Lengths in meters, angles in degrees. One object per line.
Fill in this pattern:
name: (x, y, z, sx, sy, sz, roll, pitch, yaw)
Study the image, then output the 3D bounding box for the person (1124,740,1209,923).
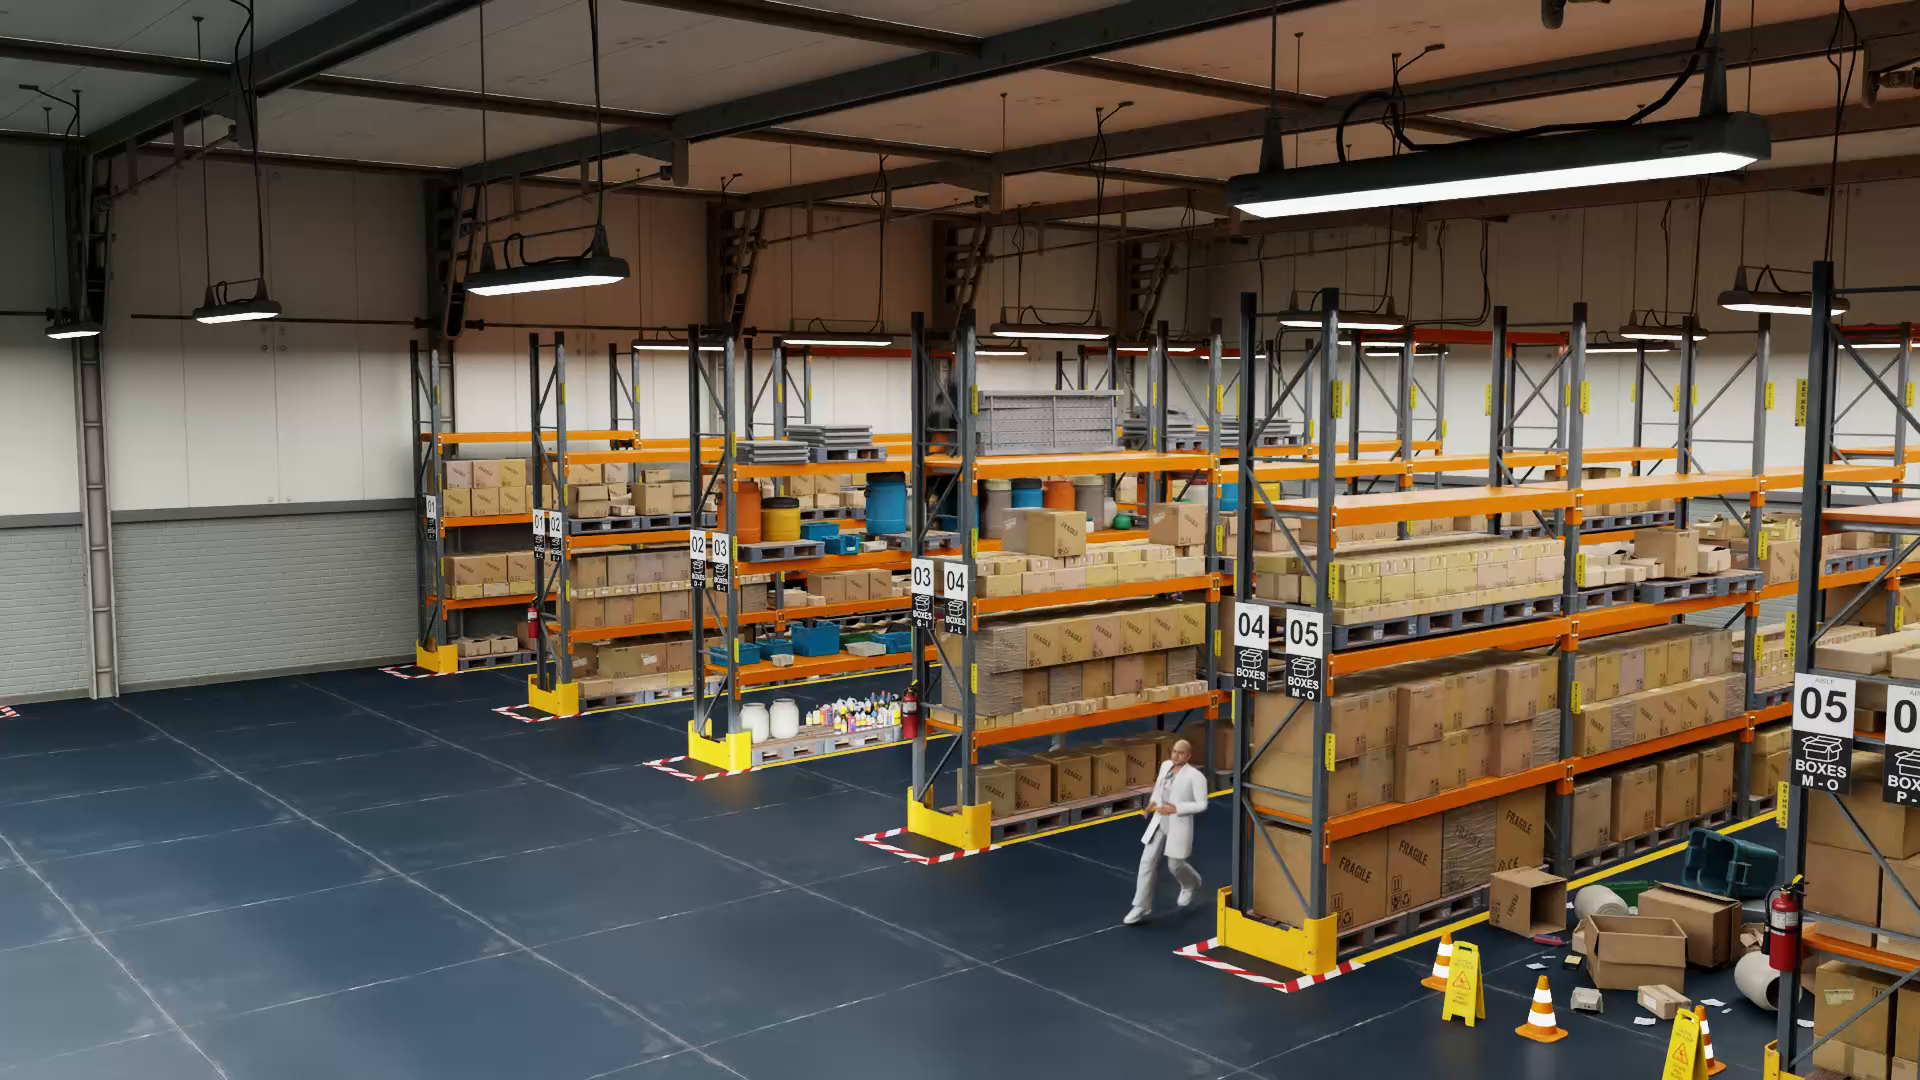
person: (2.082, 2.787, 16.057, 0.734, 1.757, 1.050, 5, 7, 43)

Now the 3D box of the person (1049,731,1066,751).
person: (1.232, 2.000, 22.153, 0.615, 1.673, 0.521, 5, 7, 45)
